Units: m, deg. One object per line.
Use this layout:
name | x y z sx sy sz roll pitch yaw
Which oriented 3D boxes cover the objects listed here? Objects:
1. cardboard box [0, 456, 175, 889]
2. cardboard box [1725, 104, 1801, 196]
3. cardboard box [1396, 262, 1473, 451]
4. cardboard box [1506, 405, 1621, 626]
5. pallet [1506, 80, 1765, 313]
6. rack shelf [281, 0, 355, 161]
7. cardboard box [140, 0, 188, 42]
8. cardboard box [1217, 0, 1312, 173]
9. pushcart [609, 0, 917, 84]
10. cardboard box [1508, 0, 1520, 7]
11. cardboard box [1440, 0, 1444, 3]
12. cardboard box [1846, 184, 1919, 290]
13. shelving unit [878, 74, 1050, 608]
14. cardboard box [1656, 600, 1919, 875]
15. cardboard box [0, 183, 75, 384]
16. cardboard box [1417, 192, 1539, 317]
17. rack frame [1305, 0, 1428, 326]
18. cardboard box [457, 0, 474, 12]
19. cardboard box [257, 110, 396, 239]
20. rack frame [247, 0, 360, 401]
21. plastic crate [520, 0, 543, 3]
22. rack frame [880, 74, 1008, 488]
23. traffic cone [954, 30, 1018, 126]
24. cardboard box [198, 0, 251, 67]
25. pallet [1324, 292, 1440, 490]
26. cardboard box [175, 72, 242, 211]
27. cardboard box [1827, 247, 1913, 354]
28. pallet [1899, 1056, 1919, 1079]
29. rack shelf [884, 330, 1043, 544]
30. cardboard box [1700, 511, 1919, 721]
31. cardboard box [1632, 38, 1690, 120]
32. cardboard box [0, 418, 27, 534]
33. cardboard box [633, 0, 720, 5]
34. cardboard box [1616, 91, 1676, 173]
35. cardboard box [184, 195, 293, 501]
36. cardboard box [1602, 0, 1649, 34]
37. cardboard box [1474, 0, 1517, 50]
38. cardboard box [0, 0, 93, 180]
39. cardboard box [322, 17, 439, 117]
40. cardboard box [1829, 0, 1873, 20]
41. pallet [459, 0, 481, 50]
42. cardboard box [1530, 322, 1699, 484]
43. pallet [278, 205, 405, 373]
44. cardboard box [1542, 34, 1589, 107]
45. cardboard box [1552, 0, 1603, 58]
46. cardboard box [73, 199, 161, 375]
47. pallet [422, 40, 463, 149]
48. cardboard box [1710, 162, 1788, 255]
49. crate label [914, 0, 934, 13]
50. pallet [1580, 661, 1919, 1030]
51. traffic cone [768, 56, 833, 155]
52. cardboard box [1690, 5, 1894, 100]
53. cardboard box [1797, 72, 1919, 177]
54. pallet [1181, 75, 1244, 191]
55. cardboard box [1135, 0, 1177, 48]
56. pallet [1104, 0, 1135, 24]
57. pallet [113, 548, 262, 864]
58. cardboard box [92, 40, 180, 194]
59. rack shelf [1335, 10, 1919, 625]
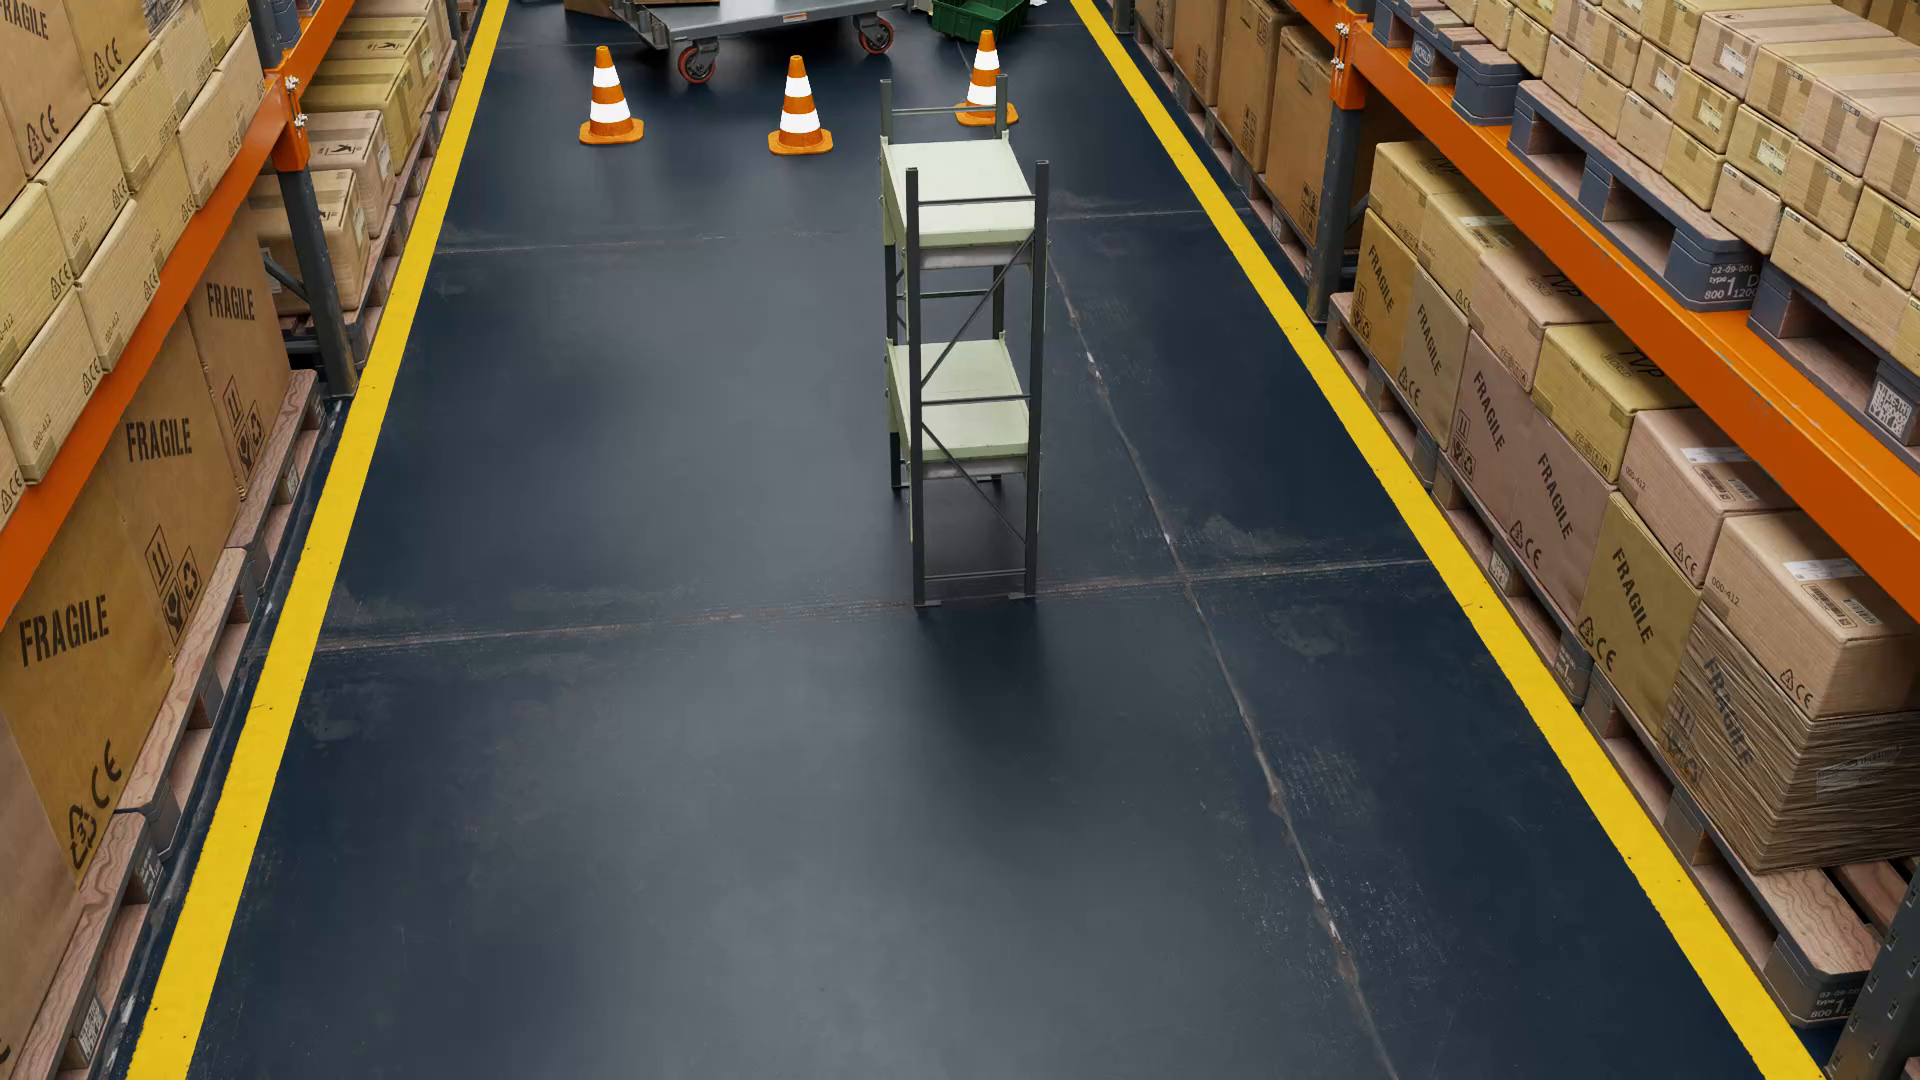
cardboard box | -2.649 0.300 4.159 0.875 0.875 0.875 -3 34 -5
cardboard box | 2.143 -0.975 4.103 0.380 0.149 0.250 -6 35 -9
cardboard box | 1.910 -0.670 5.917 0.500 0.500 0.500 -4 34 -6
cardboard box | 2.052 -0.099 5.079 0.500 0.500 0.500 -5 35 -7
pallet | 2.303 -1.043 4.788 1.003 0.211 1.213 -4 35 -6
rack shelf | -3.164 -2.612 7.557 1.077 0.370 4.000 -4 35 -6
cardboard box | -2.489 -1.693 4.594 0.500 0.500 0.500 -4 34 -6
cardboard box | 1.883 -2.302 8.089 1.050 0.750 0.750 -4 34 -6
pushcart | -1.181 -3.142 10.025 1.648 0.377 0.936 -16 38 -23
cardboard box | 1.940 -1.832 5.361 0.380 0.149 0.250 -5 35 -8
cardboard box | 1.856 -2.029 5.914 0.380 0.149 0.250 -5 35 -7
cardboard box | 2.218 -0.677 3.666 0.380 0.149 0.250 -3 34 -4
shelving unit | -0.001 -0.623 5.333 0.431 1.500 0.755 -4 35 -6
cardboard box | 2.185 0.473 4.238 0.500 0.500 0.500 -5 35 -7
cardboard box | -2.276 -0.545 3.575 0.500 0.250 0.500 -4 34 -6
cardboard box | 1.917 -0.988 5.718 0.500 0.250 0.500 -5 35 -7
rack frame | 1.996 -2.224 6.350 1.000 3.000 0.127 -4 35 -6
cardboard box | -3.245 -3.412 10.162 0.500 0.250 0.500 -6 35 -9
cardboard box | -3.068 -1.608 7.406 0.950 0.372 0.625 -5 35 -7
rack frame | -2.895 -1.793 5.717 1.000 3.000 0.127 -4 35 -6
plastic crate | -2.832 -3.757 11.191 0.402 0.080 0.583 -16 38 -23
rack frame | -0.050 -0.828 5.633 0.400 1.500 0.023 -4 35 -6
traffic cone | 0.142 -2.545 9.074 0.336 0.463 0.334 -4 35 -6
cardboard box | -2.578 -1.686 5.250 0.500 0.250 0.500 -4 35 -7
pallet | 2.100 -0.636 6.495 1.003 0.211 1.213 -4 35 -6
cardboard box | -2.486 -1.184 4.958 0.500 0.250 0.500 -4 34 -6
cardboard box | 2.218 -0.552 3.747 0.380 0.149 0.250 -4 35 -7
pallet | 2.660 1.532 3.314 1.003 0.211 1.213 -4 35 -6
rack shelf | -0.001 -0.354 5.517 0.431 0.370 0.720 -4 35 -6
cardboard box | 2.184 0.161 4.031 0.500 0.250 0.500 -5 35 -8
cardboard box | 2.077 -1.263 4.526 0.380 0.149 0.250 -3 34 -5
cardboard box | -2.226 -0.053 3.297 0.500 0.250 0.500 -5 35 -8
cardboard box | -1.673 -3.456 9.706 0.500 0.500 0.500 -4 35 -6
cardboard box | 2.070 -1.144 4.615 0.380 0.149 0.250 -5 35 -8
cardboard box | -2.885 -0.697 5.622 0.875 0.875 0.875 -5 35 -7
cardboard box | 2.045 -1.534 4.659 0.380 0.149 0.250 -3 34 -5
cardboard box | 1.929 -1.729 5.473 0.380 0.149 0.250 -3 34 -4
cardboard box | -2.368 -1.132 3.771 0.500 0.500 0.500 -5 35 -7
cardboard box | -3.260 -2.419 8.597 0.950 0.372 0.625 -2 34 -3
cardboard box | 2.688 -1.579 4.726 0.380 0.149 0.250 -3 34 -4
pallet | -3.558 -3.245 10.324 1.003 0.211 1.213 -4 35 -6
cardboard box | 2.043 -0.421 4.885 0.500 0.250 0.500 -6 35 -8
pallet | -2.999 -1.077 7.142 1.003 0.211 1.213 -4 35 -6
cardboard box | 2.005 -1.430 5.035 0.380 0.149 0.250 -3 34 -5
cardboard box | 2.007 -1.552 4.950 0.380 0.149 0.250 -4 35 -6
cardboard box | -2.337 -0.620 4.129 0.500 0.250 0.500 -5 35 -7
pallet | -3.327 -2.438 9.140 1.003 0.211 1.213 -4 35 -6
cardboard box | 2.141 -0.847 4.180 0.380 0.149 0.250 -6 35 -8
crate label | -0.219 -3.525 10.801 0.250 0.136 0.298 27 43 34
pallet | 2.428 0.726 4.497 1.003 0.211 1.213 -4 35 -6
traffic cone | -0.849 -2.305 8.721 0.336 0.463 0.334 -4 35 -6
cardboard box | 2.112 -1.244 4.234 0.380 0.149 0.250 -6 35 -9
cardboard box | 2.181 -0.957 3.813 0.380 0.149 0.250 -4 35 -7
pallet | 1.804 -2.197 8.786 1.003 0.211 1.213 -4 35 -6
cardboard box | 1.631 -3.361 9.642 1.050 0.750 0.750 -5 35 -7
pallet | 1.434 -3.734 11.042 1.003 0.211 1.213 -4 35 -6
pallet | -2.703 0.484 4.852 1.003 0.211 1.213 -4 35 -6
cardboard box | -2.417 -1.116 4.414 0.500 0.250 0.500 -5 35 -8
rack shelf | 2.265 -0.811 4.915 1.077 0.370 4.000 -4 35 -6
